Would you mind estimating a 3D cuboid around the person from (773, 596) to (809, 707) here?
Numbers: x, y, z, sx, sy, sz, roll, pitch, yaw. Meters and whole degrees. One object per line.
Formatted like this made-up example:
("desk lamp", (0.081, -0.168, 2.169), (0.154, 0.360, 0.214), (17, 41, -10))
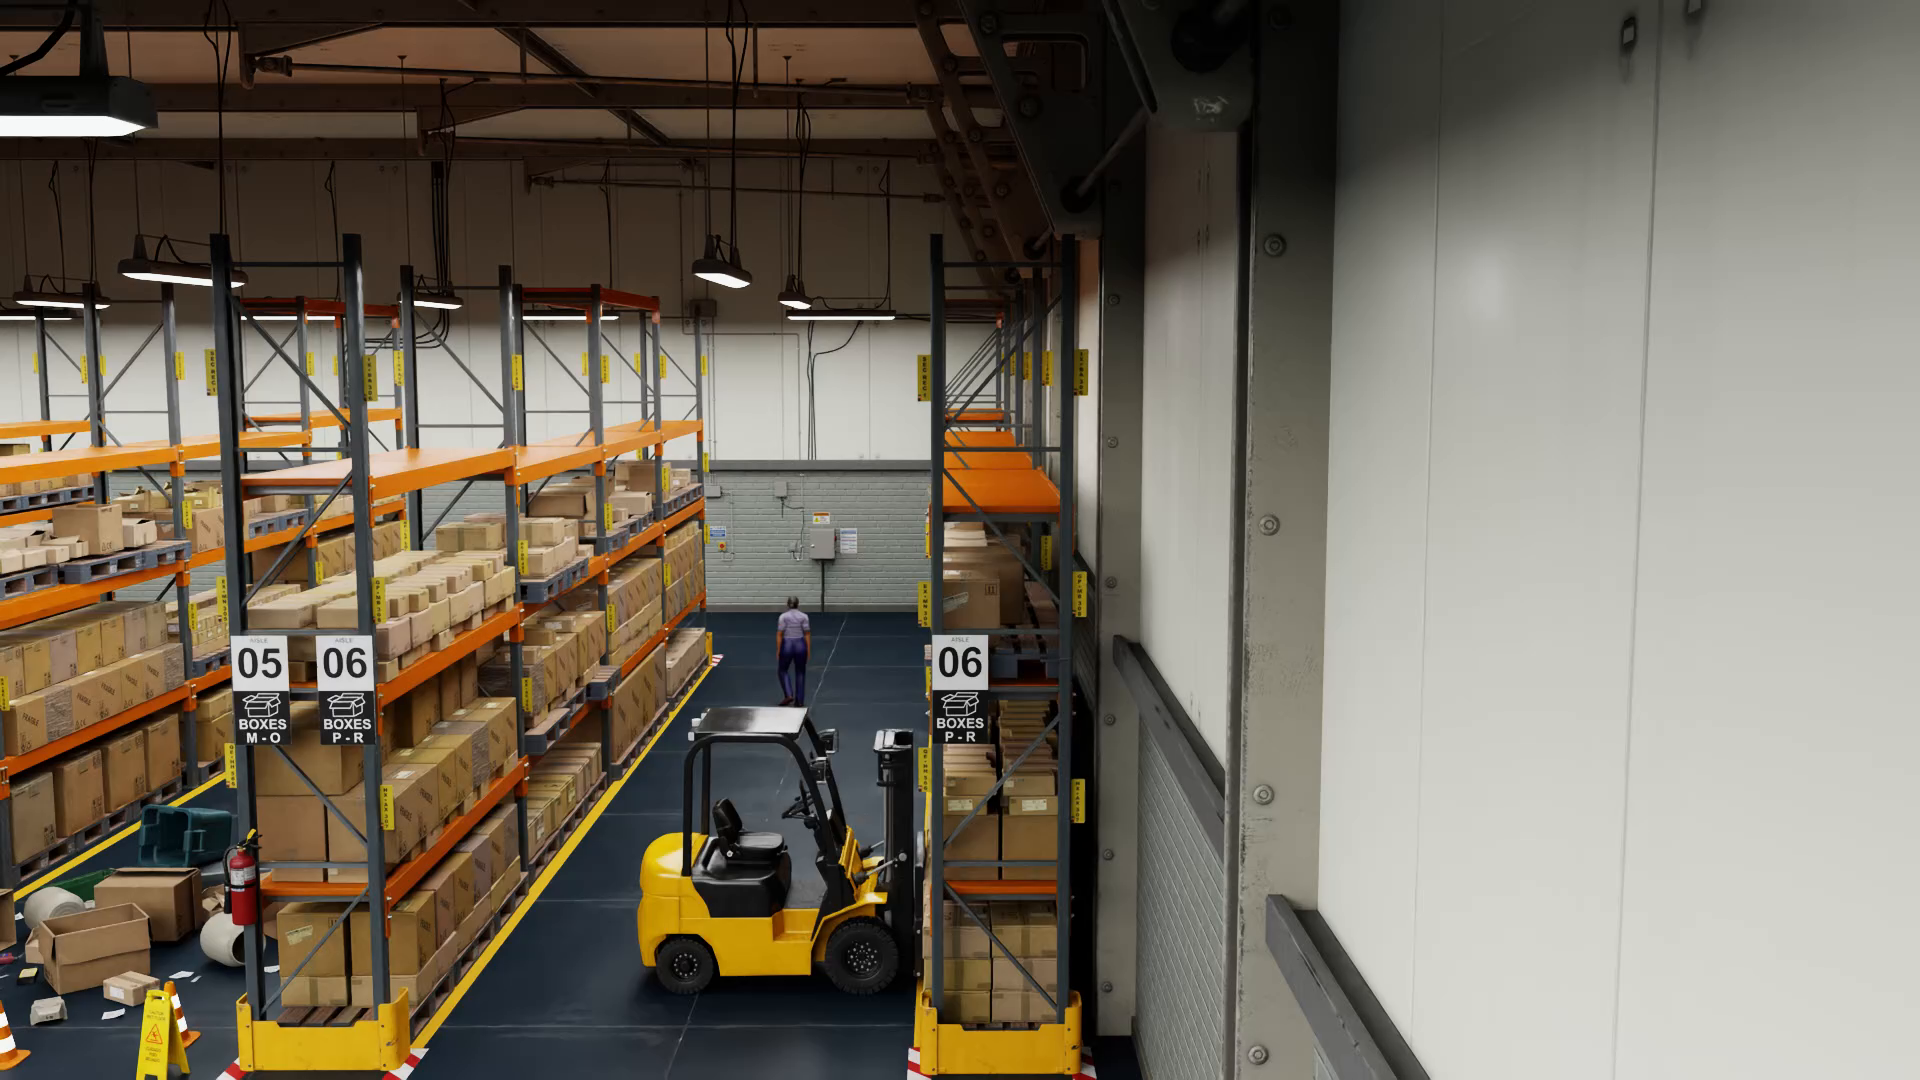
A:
("person", (-2.484, 1.641, 24.569), (0.545, 1.631, 0.399), (3, 7, 25))
